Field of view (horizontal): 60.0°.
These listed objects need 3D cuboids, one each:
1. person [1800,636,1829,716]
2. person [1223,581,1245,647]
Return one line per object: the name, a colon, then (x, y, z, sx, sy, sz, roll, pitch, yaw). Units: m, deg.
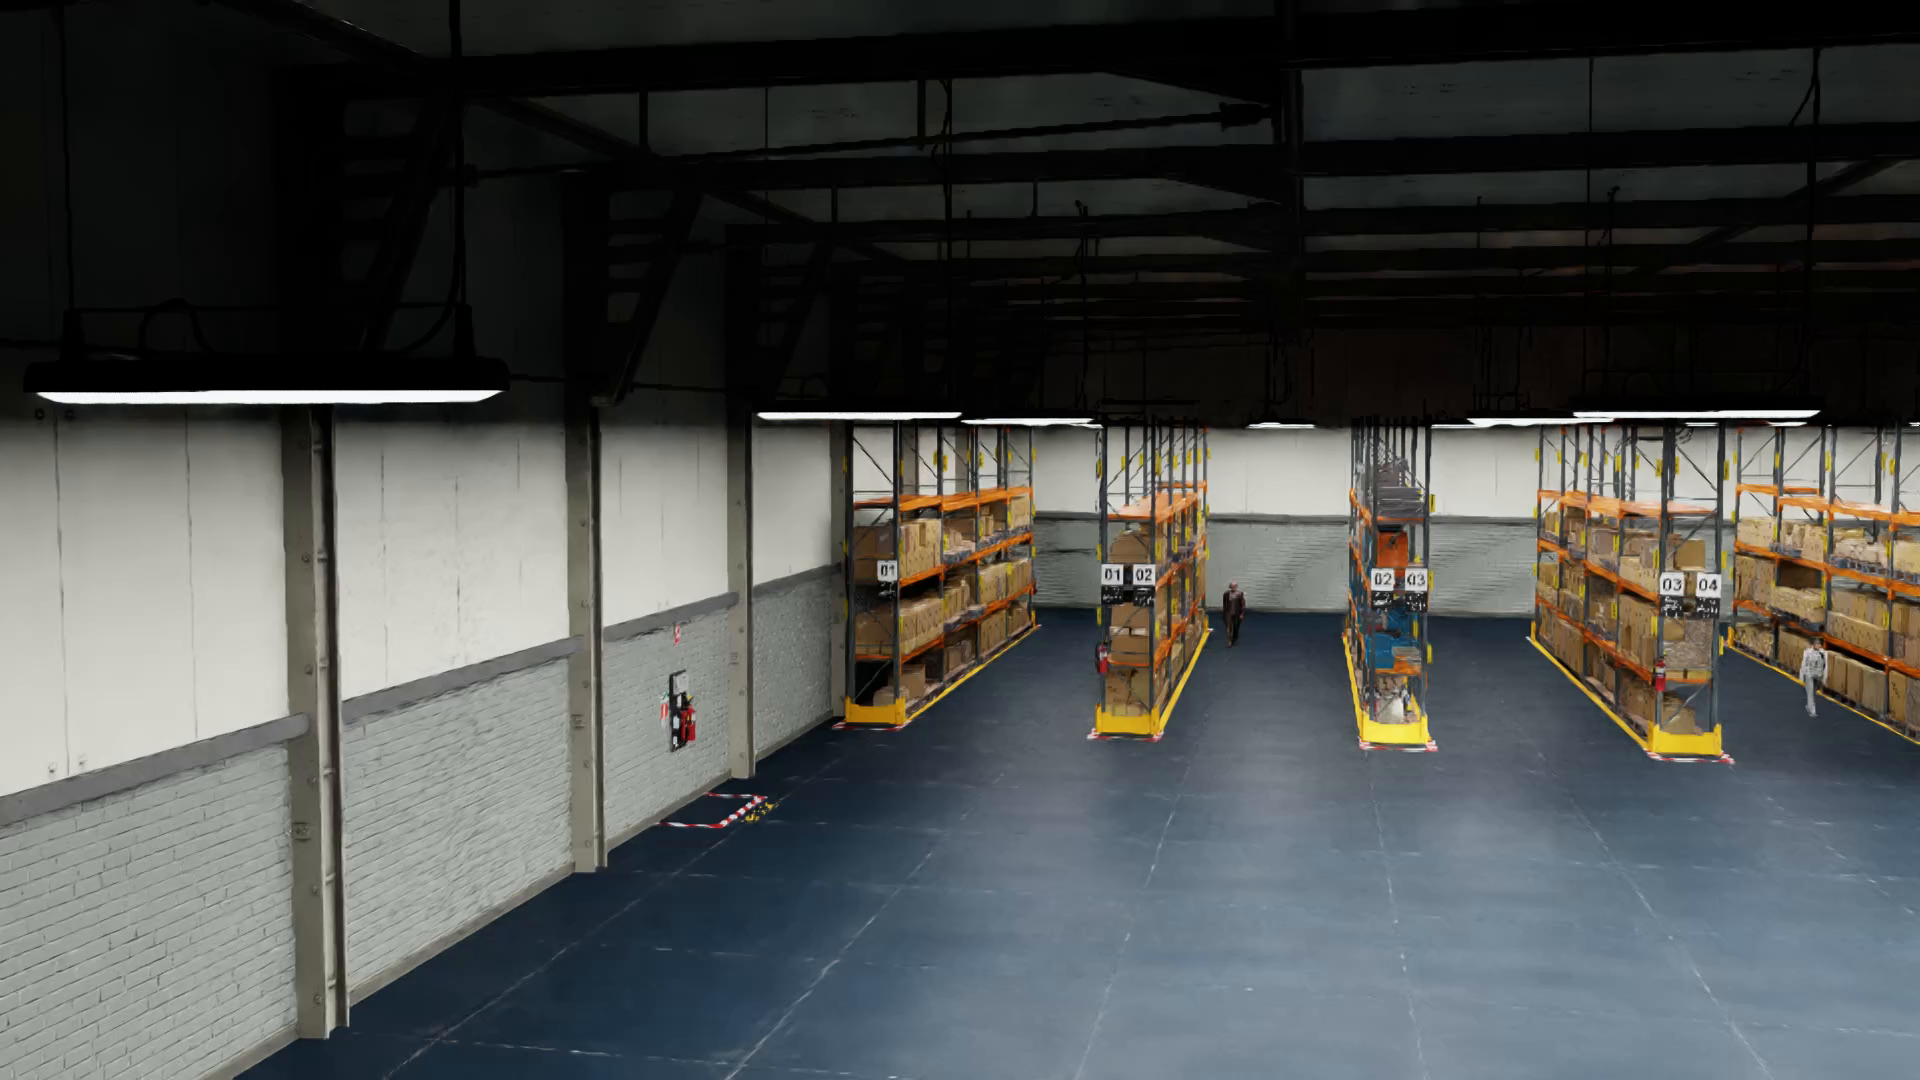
person: (17.106, 2.694, 33.259, 0.488, 1.587, 1.089, 1, 4, 10)
person: (7.230, 1.933, 43.922, 0.604, 1.724, 1.110, 1, 4, 11)
